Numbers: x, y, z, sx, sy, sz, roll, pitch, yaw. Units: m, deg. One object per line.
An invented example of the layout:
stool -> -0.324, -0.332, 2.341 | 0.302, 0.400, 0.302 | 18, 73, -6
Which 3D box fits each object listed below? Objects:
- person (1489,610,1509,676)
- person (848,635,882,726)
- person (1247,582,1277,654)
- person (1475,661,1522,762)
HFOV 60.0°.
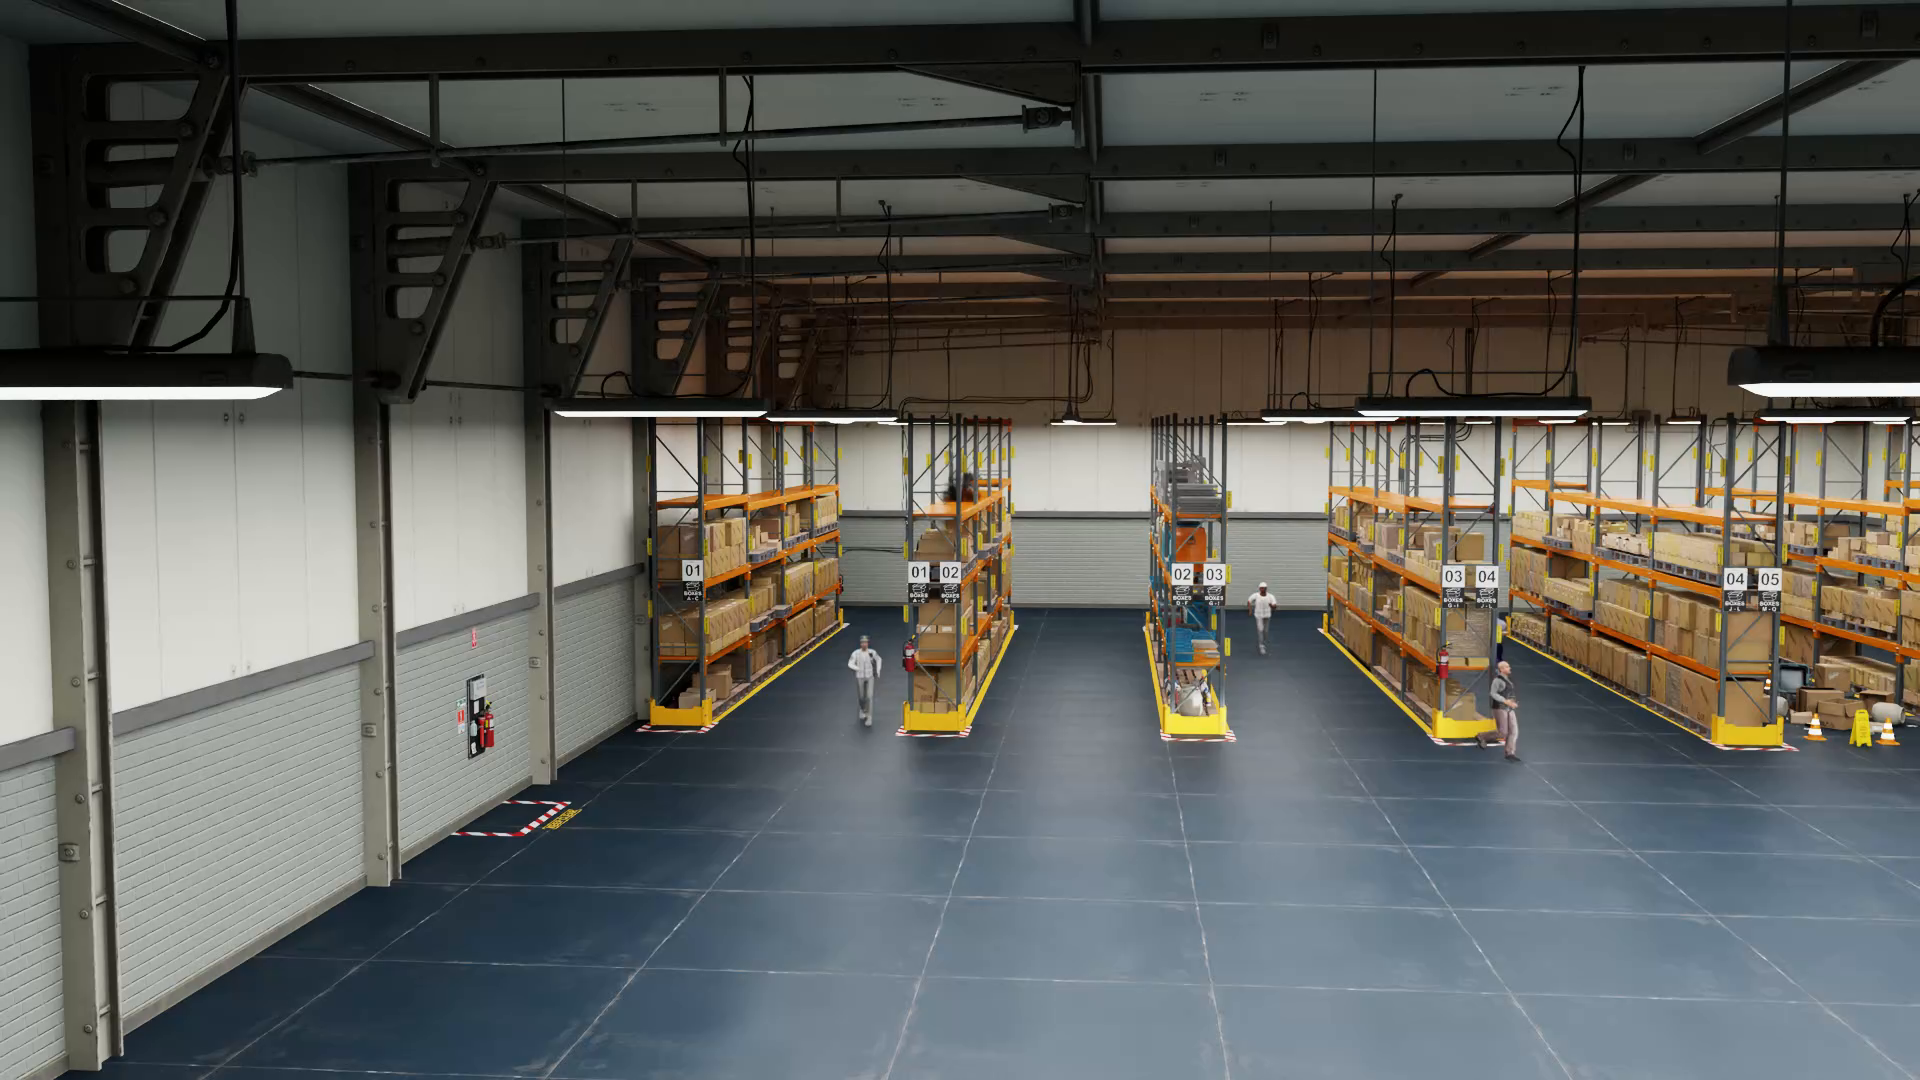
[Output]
person -> 12.051, 2.365, 37.482 | 0.607, 1.632, 0.868 | 0, 4, 1
person -> -1.845, 2.693, 32.248 | 0.643, 1.709, 0.886 | 0, 4, -1
person -> 7.717, 1.962, 42.369 | 0.693, 1.770, 0.959 | 0, 4, -5
person -> 9.371, 2.950, 28.779 | 0.837, 1.710, 0.663 | 3, 5, 42
